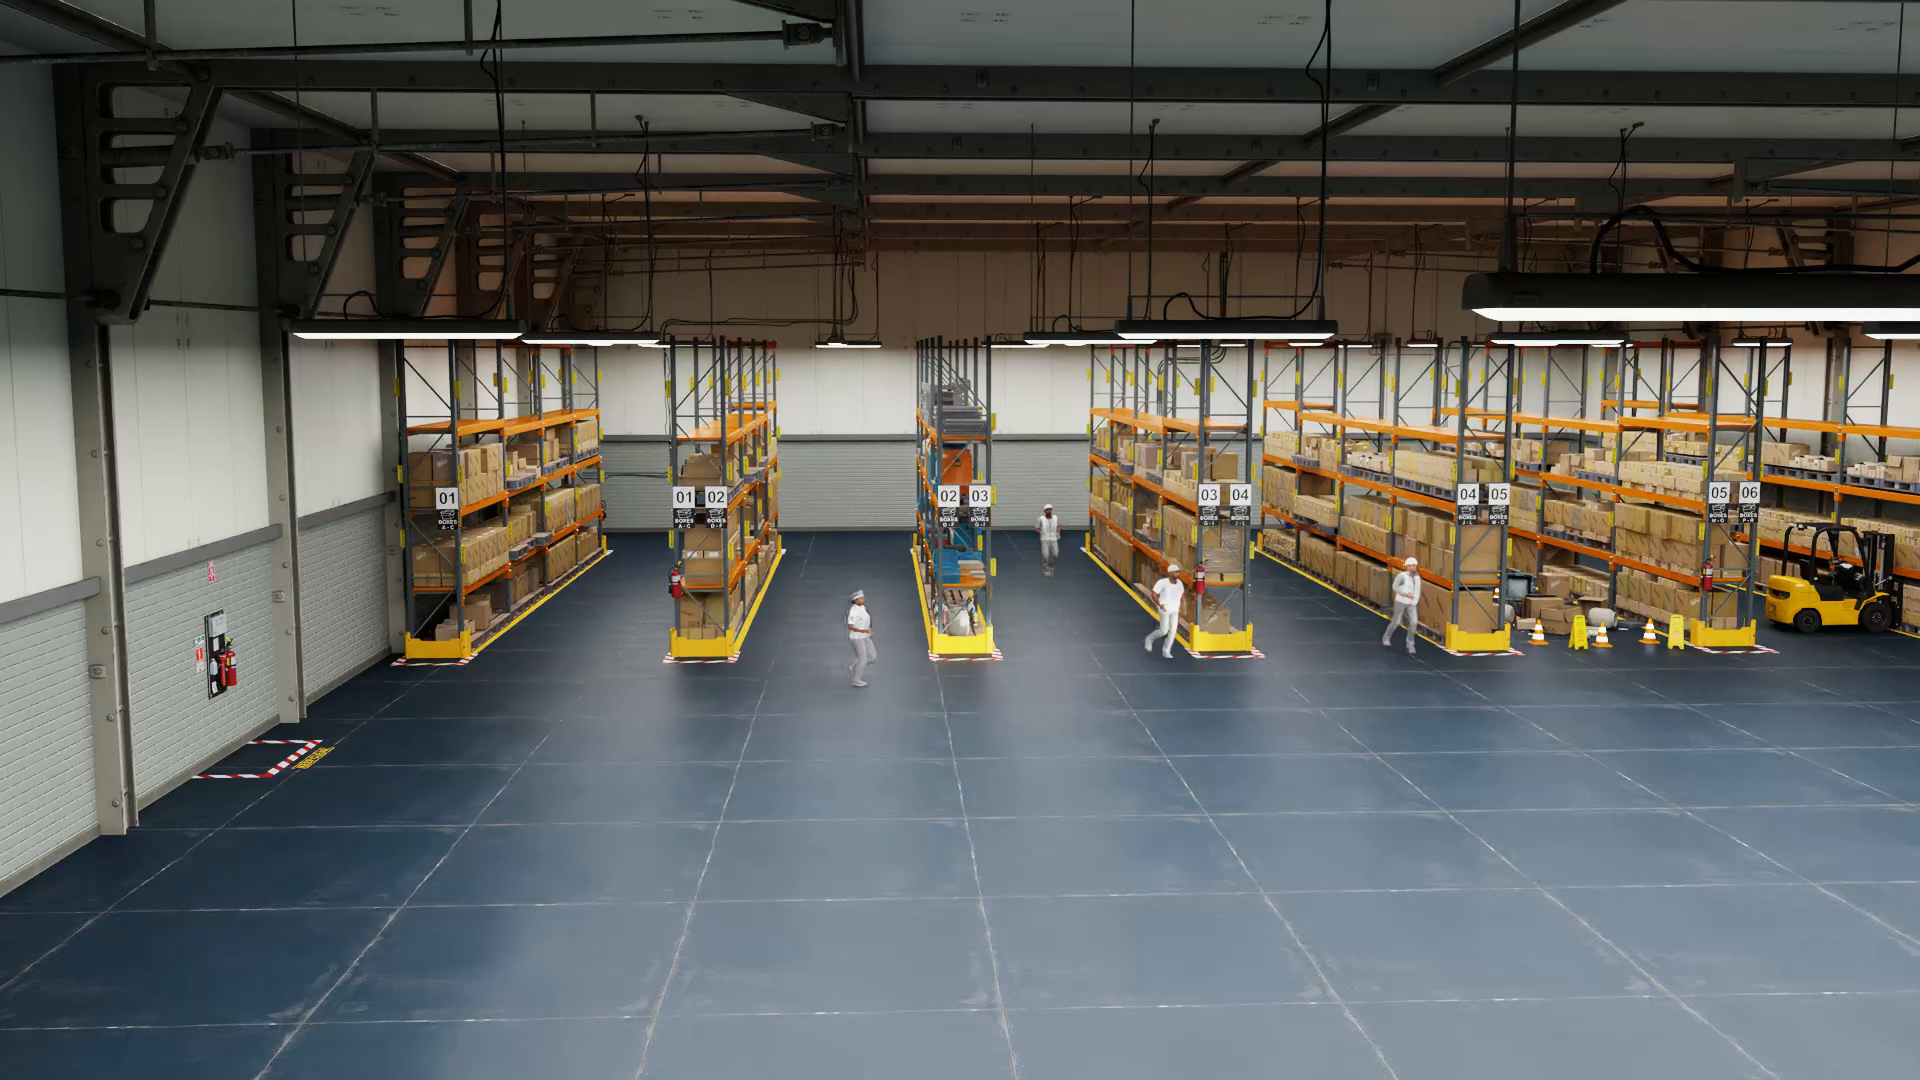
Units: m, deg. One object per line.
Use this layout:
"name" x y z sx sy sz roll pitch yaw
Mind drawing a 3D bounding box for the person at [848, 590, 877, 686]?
"person" -1.676 1.672 28.448 0.568 1.654 0.570 3 7 24

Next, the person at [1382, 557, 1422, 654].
"person" 8.584 1.238 31.875 0.720 1.825 0.805 -2 7 -17

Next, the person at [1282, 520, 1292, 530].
"person" 9.828 -0.629 49.121 0.587 1.599 0.615 -1 7 -6

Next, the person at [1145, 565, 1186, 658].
"person" 3.942 1.317 31.313 0.750 1.722 0.724 -4 7 -30

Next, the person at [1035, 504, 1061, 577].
"person" 2.161 0.032 40.077 0.669 1.782 0.582 -1 7 -11
